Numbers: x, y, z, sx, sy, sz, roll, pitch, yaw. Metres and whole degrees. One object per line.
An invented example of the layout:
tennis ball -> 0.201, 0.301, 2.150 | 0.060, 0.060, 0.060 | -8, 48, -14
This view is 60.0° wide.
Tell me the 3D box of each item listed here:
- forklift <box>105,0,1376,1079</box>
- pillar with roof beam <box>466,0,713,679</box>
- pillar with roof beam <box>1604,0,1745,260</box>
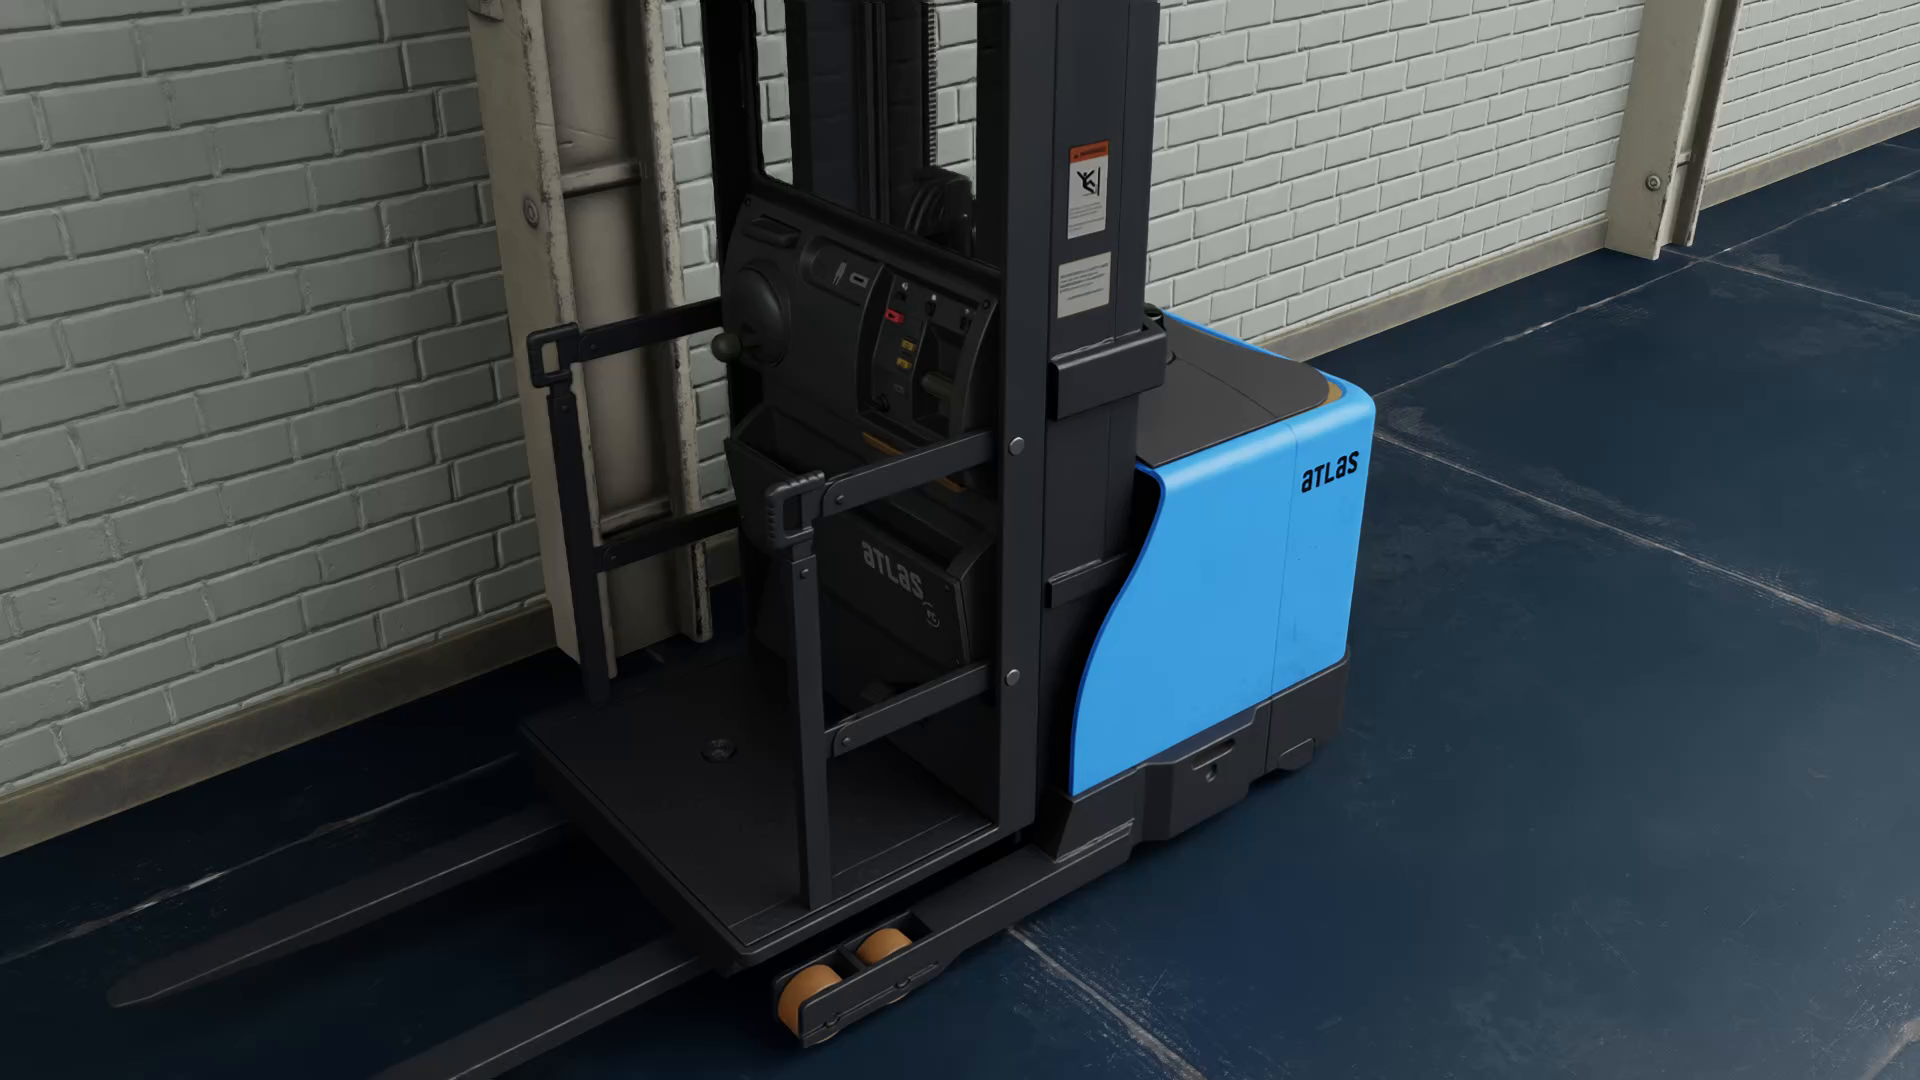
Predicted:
forklift -> -0.405, -0.464, 3.509 | 3.031, 2.935, 1.130 | -21, 34, -33
pillar with roof beam -> 1.777, -2.117, 0.164 | 0.400, 9.000, 9.100 | -22, 35, -35
pillar with roof beam -> 6.342, -3.953, 3.599 | 0.400, 9.000, 9.100 | -22, 35, -35
